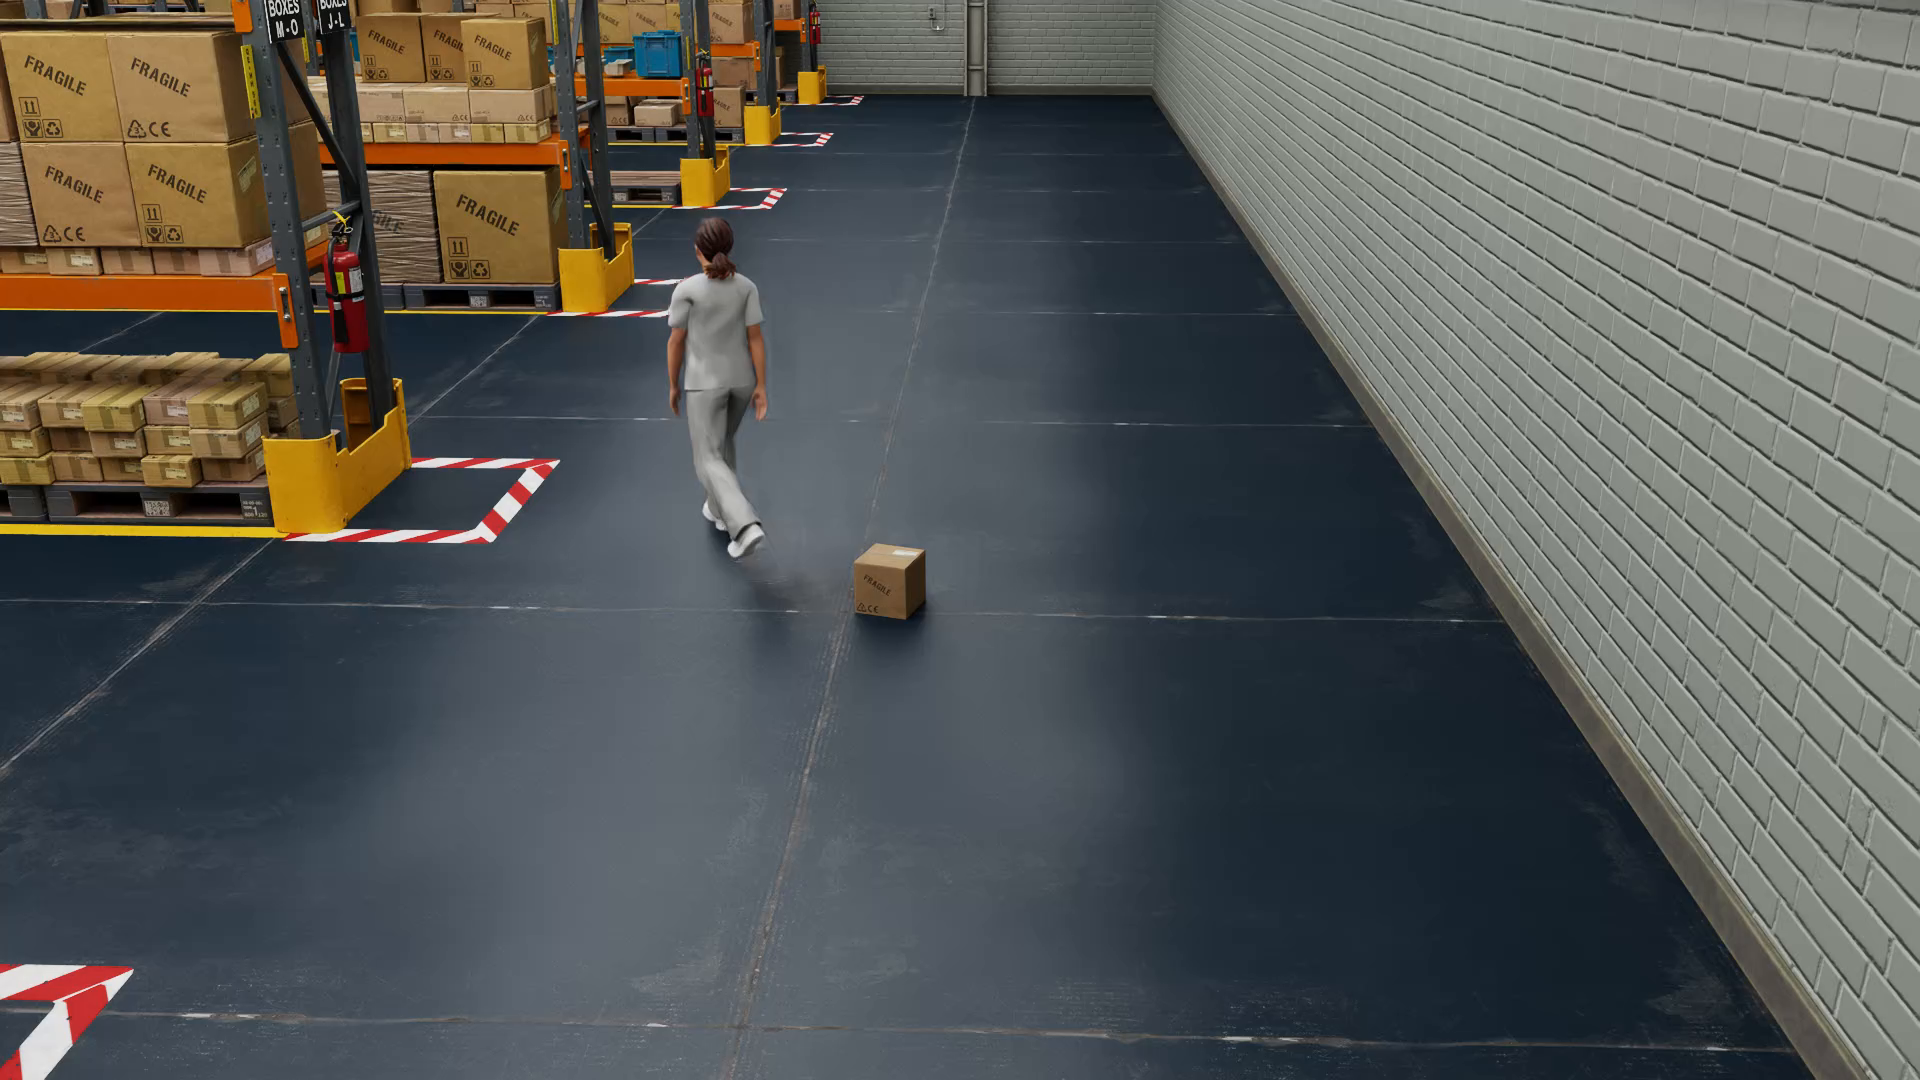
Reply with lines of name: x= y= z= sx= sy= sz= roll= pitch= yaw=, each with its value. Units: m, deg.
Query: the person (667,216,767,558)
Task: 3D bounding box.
person: x=-1.140 y=-0.729 z=7.980 sx=0.447 sy=1.615 sz=0.995 roll=-12 pitch=24 yaw=-29
